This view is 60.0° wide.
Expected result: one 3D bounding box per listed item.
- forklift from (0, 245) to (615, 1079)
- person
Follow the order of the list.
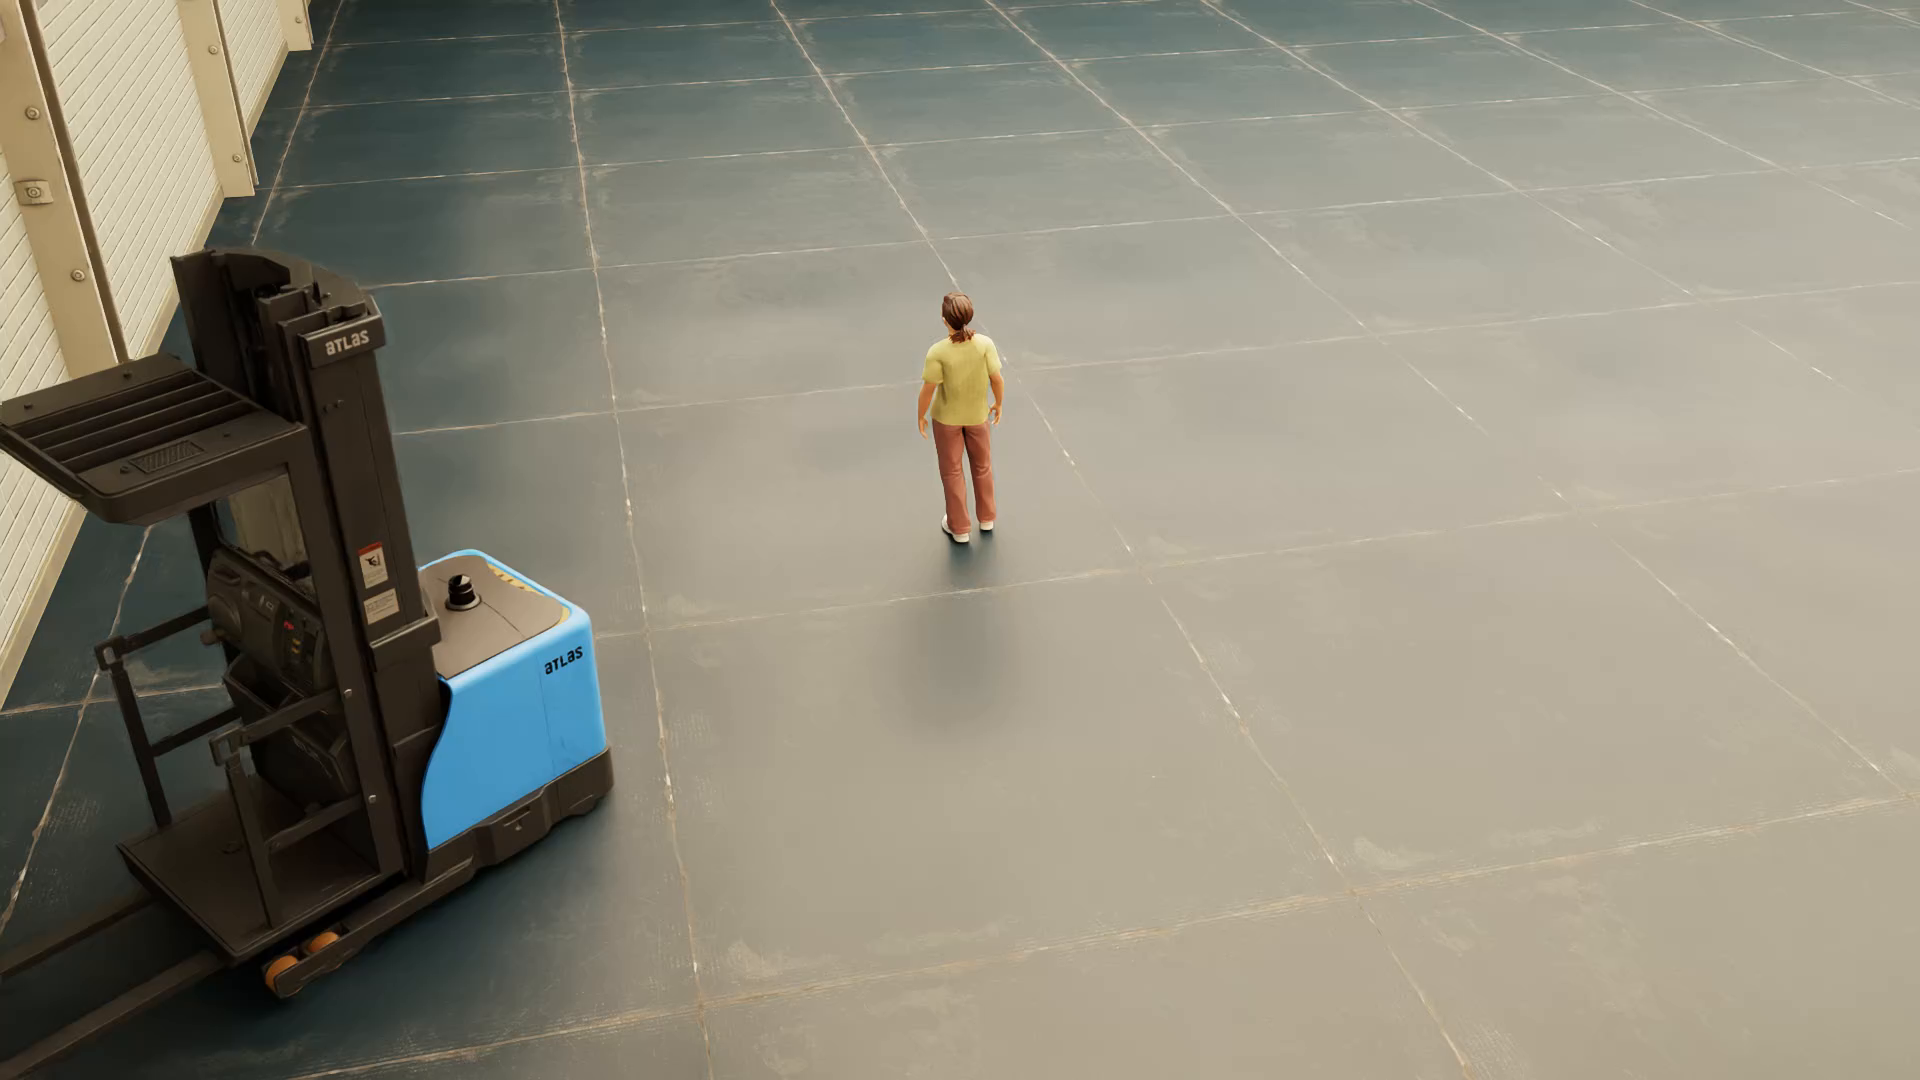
[{"bbox_3d":[-3.067,0.397,6.889,1.130,2.935,3.031,24,38,35],"label":"forklift"},{"bbox_3d":[-0.006,-0.769,10.141,0.553,1.673,0.548,-7,31,-12],"label":"person"}]
